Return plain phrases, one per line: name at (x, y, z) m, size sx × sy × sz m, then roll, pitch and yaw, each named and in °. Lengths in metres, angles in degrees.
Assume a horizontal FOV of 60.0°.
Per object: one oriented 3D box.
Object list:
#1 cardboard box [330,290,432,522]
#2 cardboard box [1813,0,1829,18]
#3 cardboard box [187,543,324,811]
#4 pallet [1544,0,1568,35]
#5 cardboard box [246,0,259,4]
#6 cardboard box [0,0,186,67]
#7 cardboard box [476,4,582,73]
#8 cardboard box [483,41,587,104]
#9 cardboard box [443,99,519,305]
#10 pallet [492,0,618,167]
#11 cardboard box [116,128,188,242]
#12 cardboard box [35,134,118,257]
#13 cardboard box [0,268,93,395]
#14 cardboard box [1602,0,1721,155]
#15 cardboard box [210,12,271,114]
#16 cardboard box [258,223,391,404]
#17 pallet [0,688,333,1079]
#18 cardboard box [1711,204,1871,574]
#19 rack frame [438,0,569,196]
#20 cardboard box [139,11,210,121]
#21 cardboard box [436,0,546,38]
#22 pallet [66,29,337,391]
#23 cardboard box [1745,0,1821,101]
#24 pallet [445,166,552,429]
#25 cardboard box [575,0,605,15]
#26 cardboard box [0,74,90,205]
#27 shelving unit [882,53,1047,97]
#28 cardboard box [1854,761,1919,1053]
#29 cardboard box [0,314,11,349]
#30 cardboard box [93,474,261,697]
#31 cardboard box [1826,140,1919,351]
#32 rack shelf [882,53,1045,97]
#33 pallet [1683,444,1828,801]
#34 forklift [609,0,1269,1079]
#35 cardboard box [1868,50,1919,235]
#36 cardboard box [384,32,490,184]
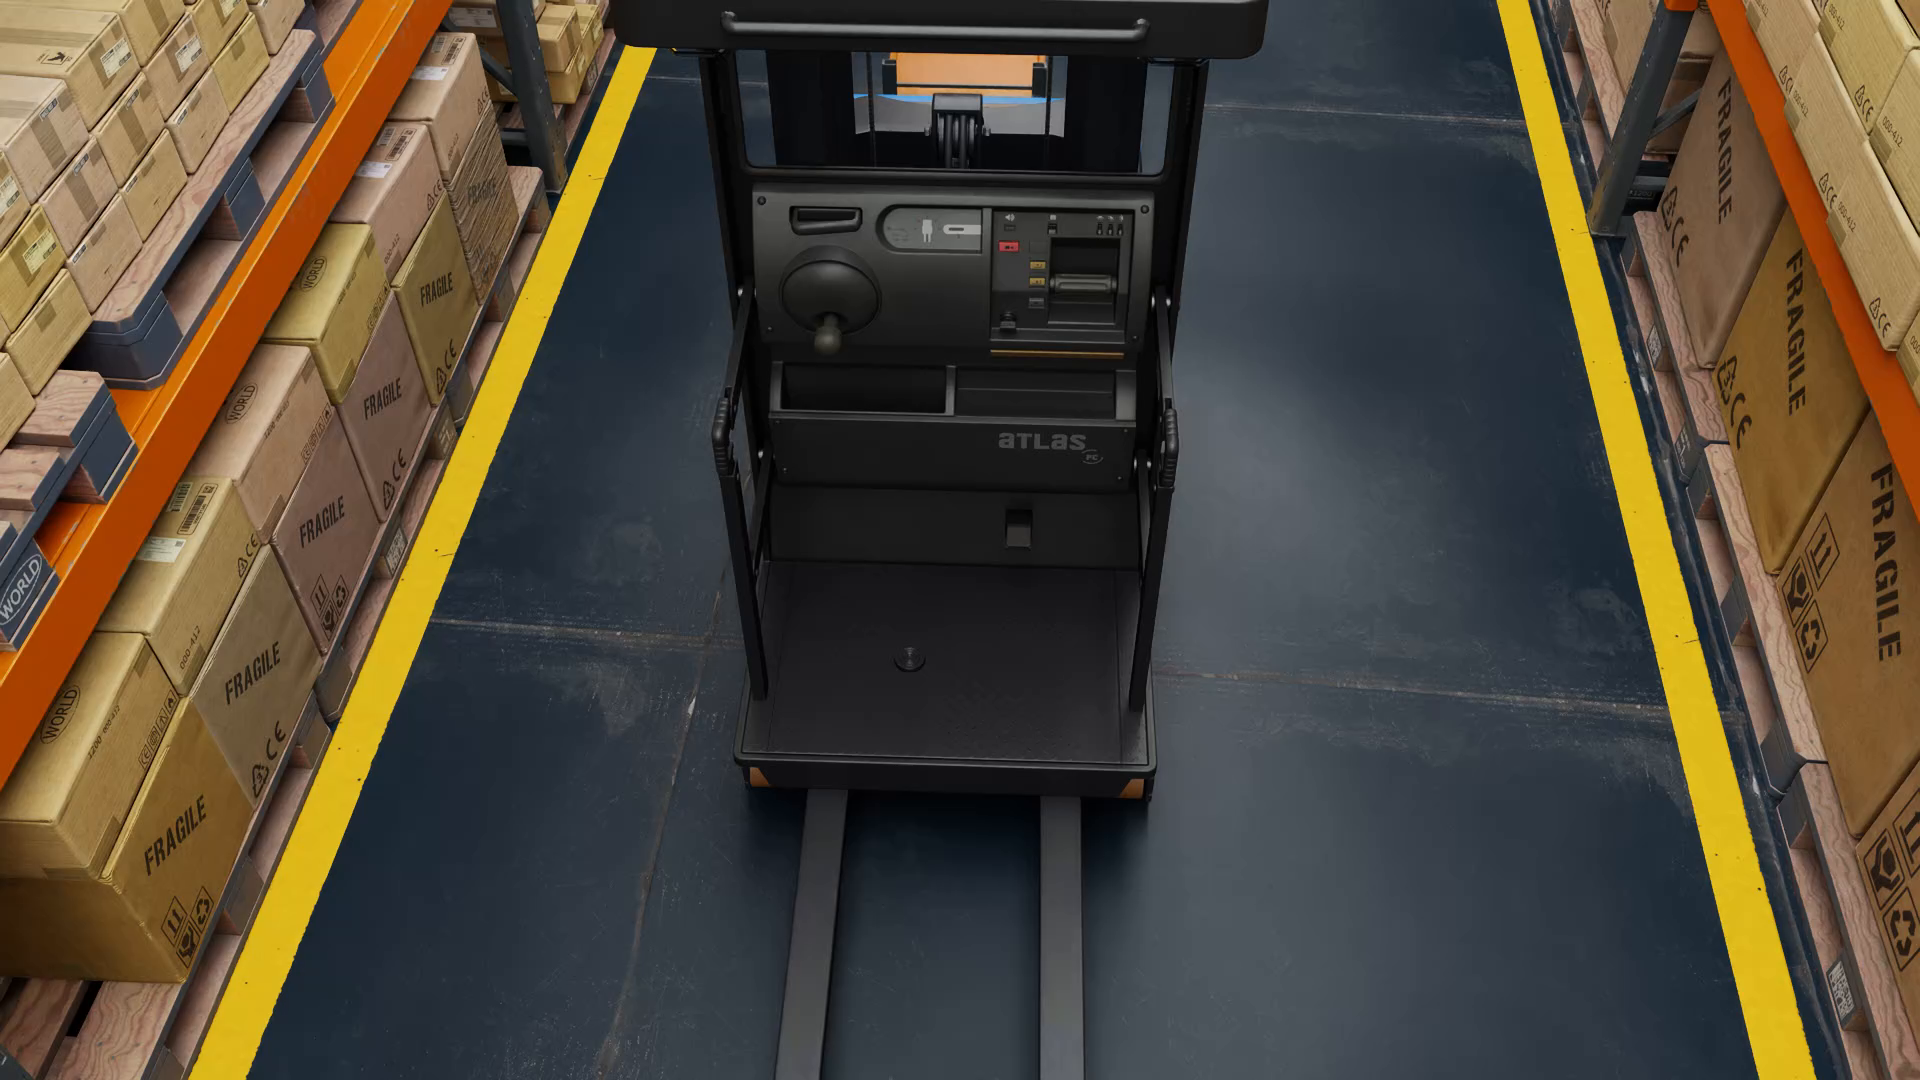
cardboard box at (-1.961, -0.414, 5.006) m, size 0.500 × 0.500 × 0.500 m, roll 3°, pitch 48°, yaw 3°
cardboard box at (2.552, -1.601, 4.444) m, size 0.500 × 0.250 × 0.500 m, roll 5°, pitch 48°, yaw 4°
cardboard box at (-2.050, 0.338, 4.317) m, size 0.500 × 0.500 × 0.500 m, roll 4°, pitch 48°, yaw 4°
pallet at (3.148, -2.683, 7.561) m, size 1.003 × 0.211 × 1.213 m, roll 4°, pitch 48°, yaw 4°
cardboard box at (-1.980, -1.514, 4.286) m, size 0.380 × 0.149 × 0.250 m, roll 2°, pitch 48°, yaw 2°
cardboard box at (-2.031, -1.225, 3.820) m, size 0.380 × 0.149 × 0.250 m, roll 3°, pitch 48°, yaw 3°
cardboard box at (-1.695, -1.956, 6.452) m, size 0.380 × 0.149 × 0.250 m, roll 6°, pitch 48°, yaw 5°
cardboard box at (-1.694, -1.856, 6.562) m, size 0.380 × 0.149 × 0.250 m, roll 2°, pitch 48°, yaw 2°
cardboard box at (-1.863, -1.168, 5.695) m, size 0.500 × 0.500 × 0.500 m, roll 3°, pitch 48°, yaw 3°
pallet at (-2.021, -1.986, 6.923) m, size 1.003 × 0.211 × 1.213 m, roll 4°, pitch 48°, yaw 4°
cardboard box at (-2.051, -0.838, 3.869) m, size 0.380 × 0.149 × 0.250 m, roll 4°, pitch 48°, yaw 4°
cardboard box at (-2.077, -0.755, 3.592) m, size 0.380 × 0.149 × 0.250 m, roll 4°, pitch 48°, yaw 4°
cardboard box at (-2.098, -0.457, 3.521) m, size 0.380 × 0.149 × 0.250 m, roll 6°, pitch 48°, yaw 5°
cardboard box at (3.056, -1.903, 6.410) m, size 0.875 × 0.438 × 0.875 m, roll 3°, pitch 48°, yaw 3°
cardboard box at (-2.001, -1.225, 4.223) m, size 0.380 × 0.149 × 0.250 m, roll 6°, pitch 48°, yaw 5°
cardboard box at (-1.957, -0.651, 4.714) m, size 0.500 × 0.250 × 0.500 m, roll 2°, pitch 48°, yaw 2°
pallet at (-2.338, 0.876, 4.306) m, size 1.003 × 0.211 × 1.213 m, roll 4°, pitch 48°, yaw 4°
cardboard box at (2.841, -0.472, 4.804) m, size 0.875 × 0.875 × 0.875 m, roll 5°, pitch 48°, yaw 5°
rack frame at (-2.047, -2.431, 5.440) m, size 1.000 × 3.000 × 0.127 m, roll 4°, pitch 48°, yaw 4°
cardboard box at (-2.031, -1.135, 3.940) m, size 0.380 × 0.149 × 0.250 m, roll 5°, pitch 48°, yaw 5°
cardboard box at (-1.809, -2.050, 6.337) m, size 0.380 × 0.149 × 0.250 m, roll 6°, pitch 48°, yaw 5°
pallet at (-2.272, -0.884, 4.156) m, size 1.003 × 0.211 × 1.213 m, roll 4°, pitch 48°, yaw 4°
cardboard box at (2.543, -1.436, 4.632) m, size 0.500 × 0.250 × 0.500 m, roll 3°, pitch 48°, yaw 3°
pallet at (-2.116, -0.917, 5.946) m, size 1.003 × 0.211 × 1.213 m, roll 4°, pitch 48°, yaw 4°
cardboard box at (-1.698, -2.238, 6.912) m, size 0.380 × 0.149 × 0.250 m, roll 4°, pitch 48°, yaw 3°
cardboard box at (-2.080, -0.847, 3.474) m, size 0.380 × 0.149 × 0.250 m, roll 6°, pitch 48°, yaw 5°
shelving unit at (0.033, -1.447, 5.811) m, size 0.538 × 1.125 × 1.048 m, roll 2°, pitch 48°, yaw 2°
cardboard box at (2.673, 0.841, 3.604) m, size 0.875 × 0.875 × 0.875 m, roll 3°, pitch 48°, yaw 3°
cardboard box at (-2.123, -0.386, 3.255) m, size 0.380 × 0.149 × 0.250 m, roll 3°, pitch 48°, yaw 2°
cardboard box at (-2.061, 0.094, 4.032) m, size 0.500 × 0.250 × 0.500 m, roll 3°, pitch 48°, yaw 3°
cardboard box at (2.426, -0.693, 3.953) m, size 0.500 × 0.250 × 0.500 m, roll 3°, pitch 48°, yaw 3°
rack shelf at (0.033, -1.644, 5.595) m, size 0.538 × 0.278 × 1.000 m, roll 2°, pitch 48°, yaw 2°
pallet at (2.788, 0.240, 4.887) m, size 1.003 × 0.211 × 1.213 m, roll 4°, pitch 48°, yaw 4°
forklift at (-0.023, -0.525, 3.744) m, size 1.130 × 2.935 × 3.031 m, roll 2°, pitch 48°, yaw 1°
cardboard box at (2.435, -0.860, 3.767) m, size 0.500 × 0.250 × 0.500 m, roll 3°, pitch 48°, yaw 2°
cardboard box at (-1.863, -1.418, 5.415) m, size 0.500 × 0.250 × 0.500 m, roll 3°, pitch 48°, yaw 2°
